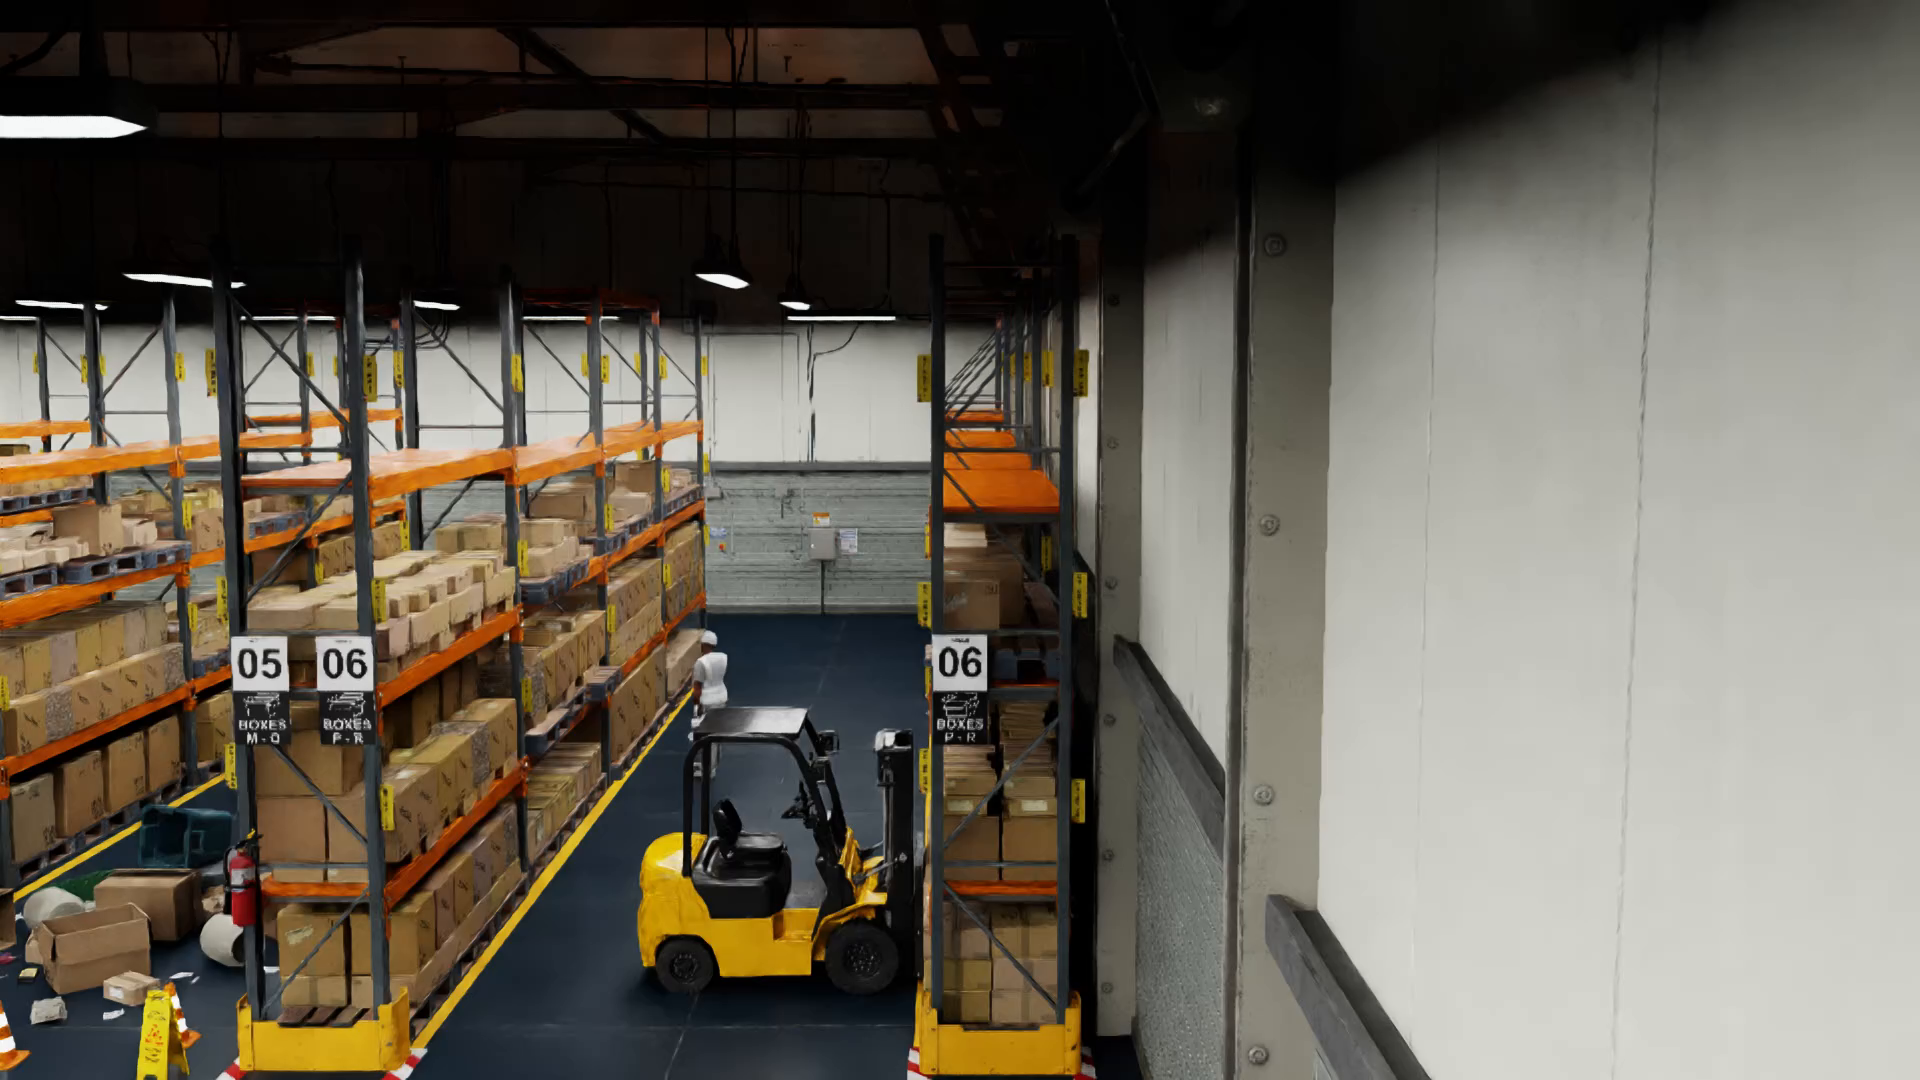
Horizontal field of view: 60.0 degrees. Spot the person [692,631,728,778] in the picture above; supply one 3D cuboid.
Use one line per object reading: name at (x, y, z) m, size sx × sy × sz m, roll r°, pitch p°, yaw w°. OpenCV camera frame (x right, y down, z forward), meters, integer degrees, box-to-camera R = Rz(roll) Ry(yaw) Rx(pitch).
person at (-3.137, 2.000, 20.520) m, size 0.493 × 1.785 × 0.616 m, roll 4°, pitch 7°, yaw 30°
